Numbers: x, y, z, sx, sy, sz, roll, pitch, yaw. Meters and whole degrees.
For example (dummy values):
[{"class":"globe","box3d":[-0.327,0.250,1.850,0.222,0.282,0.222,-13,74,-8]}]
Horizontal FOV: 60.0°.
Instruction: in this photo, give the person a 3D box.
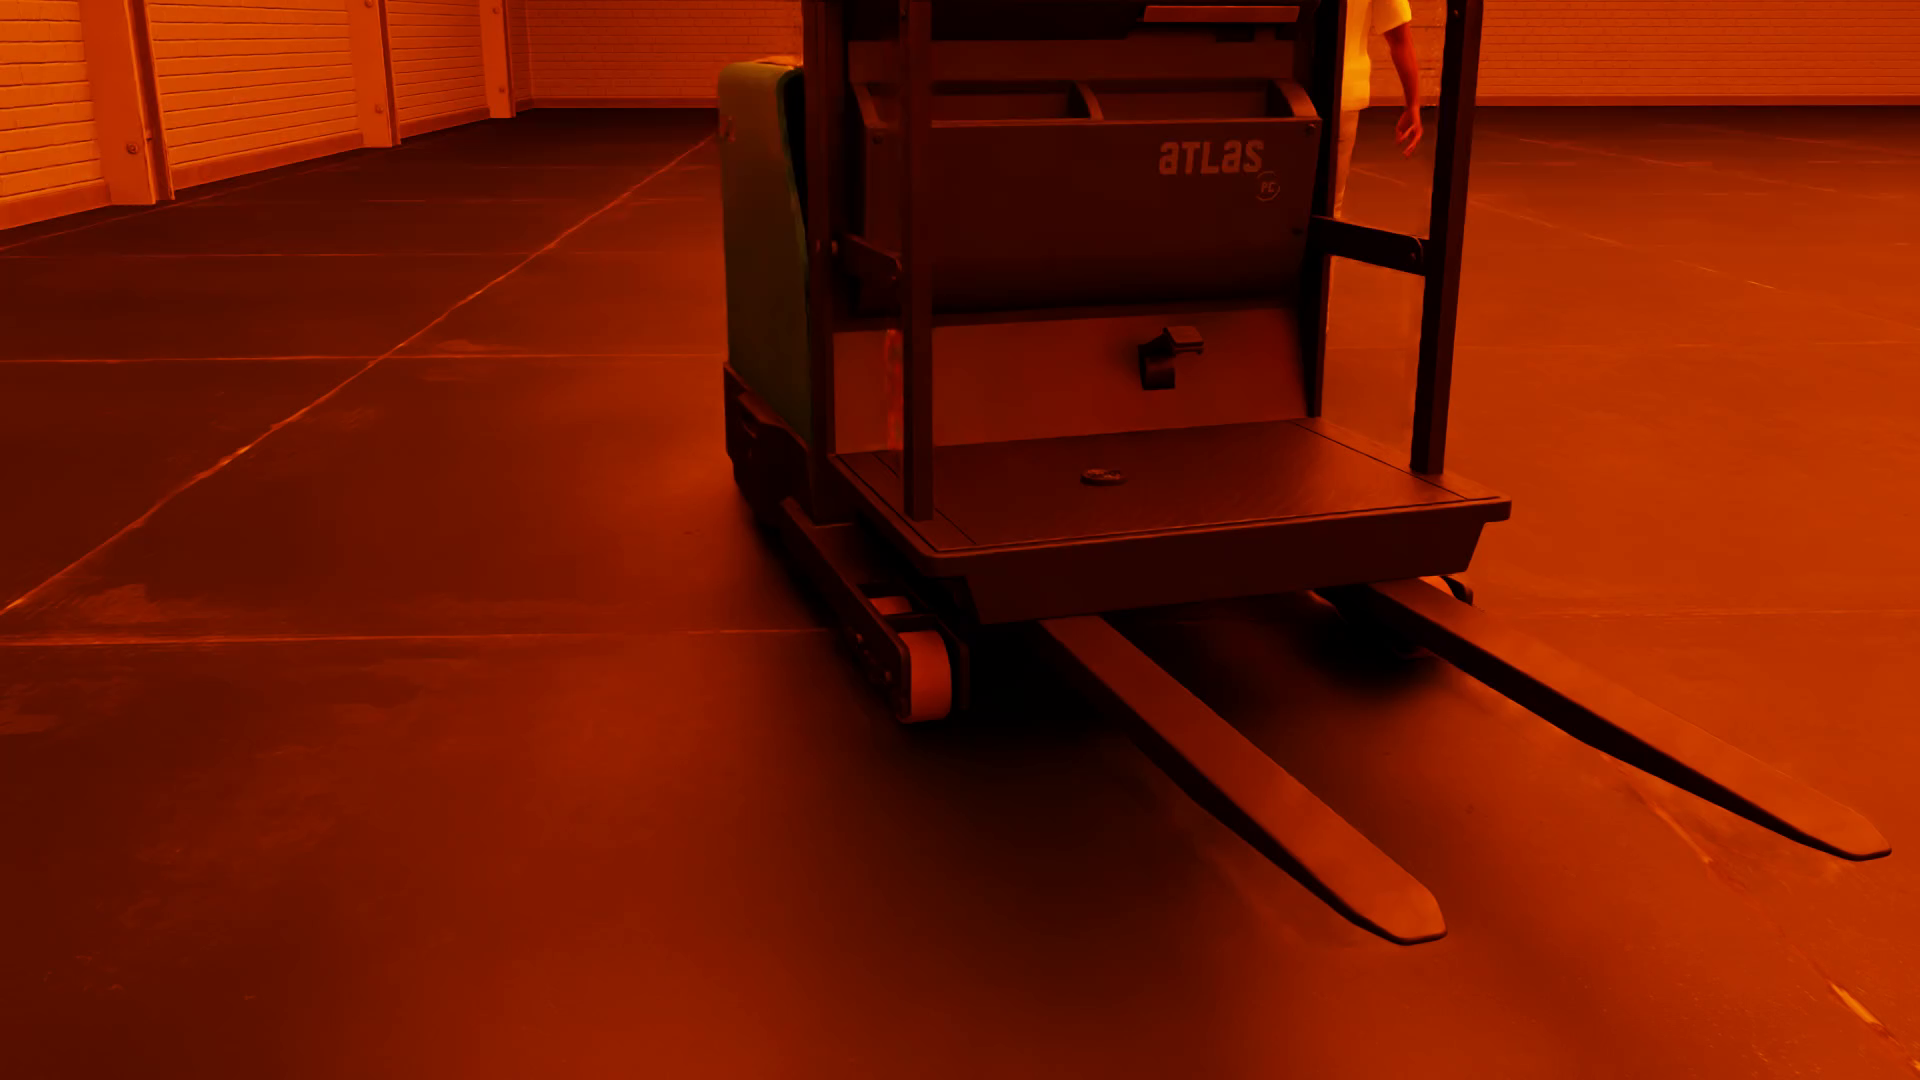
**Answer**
[{"class":"person","box3d":[1.310,-1.631,6.267,0.800,1.747,0.539,0,17,-1]}]

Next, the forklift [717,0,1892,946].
[{"class":"forklift","box3d":[0.317,-1.214,2.875,1.130,2.935,3.031,-5,18,-17]}]
